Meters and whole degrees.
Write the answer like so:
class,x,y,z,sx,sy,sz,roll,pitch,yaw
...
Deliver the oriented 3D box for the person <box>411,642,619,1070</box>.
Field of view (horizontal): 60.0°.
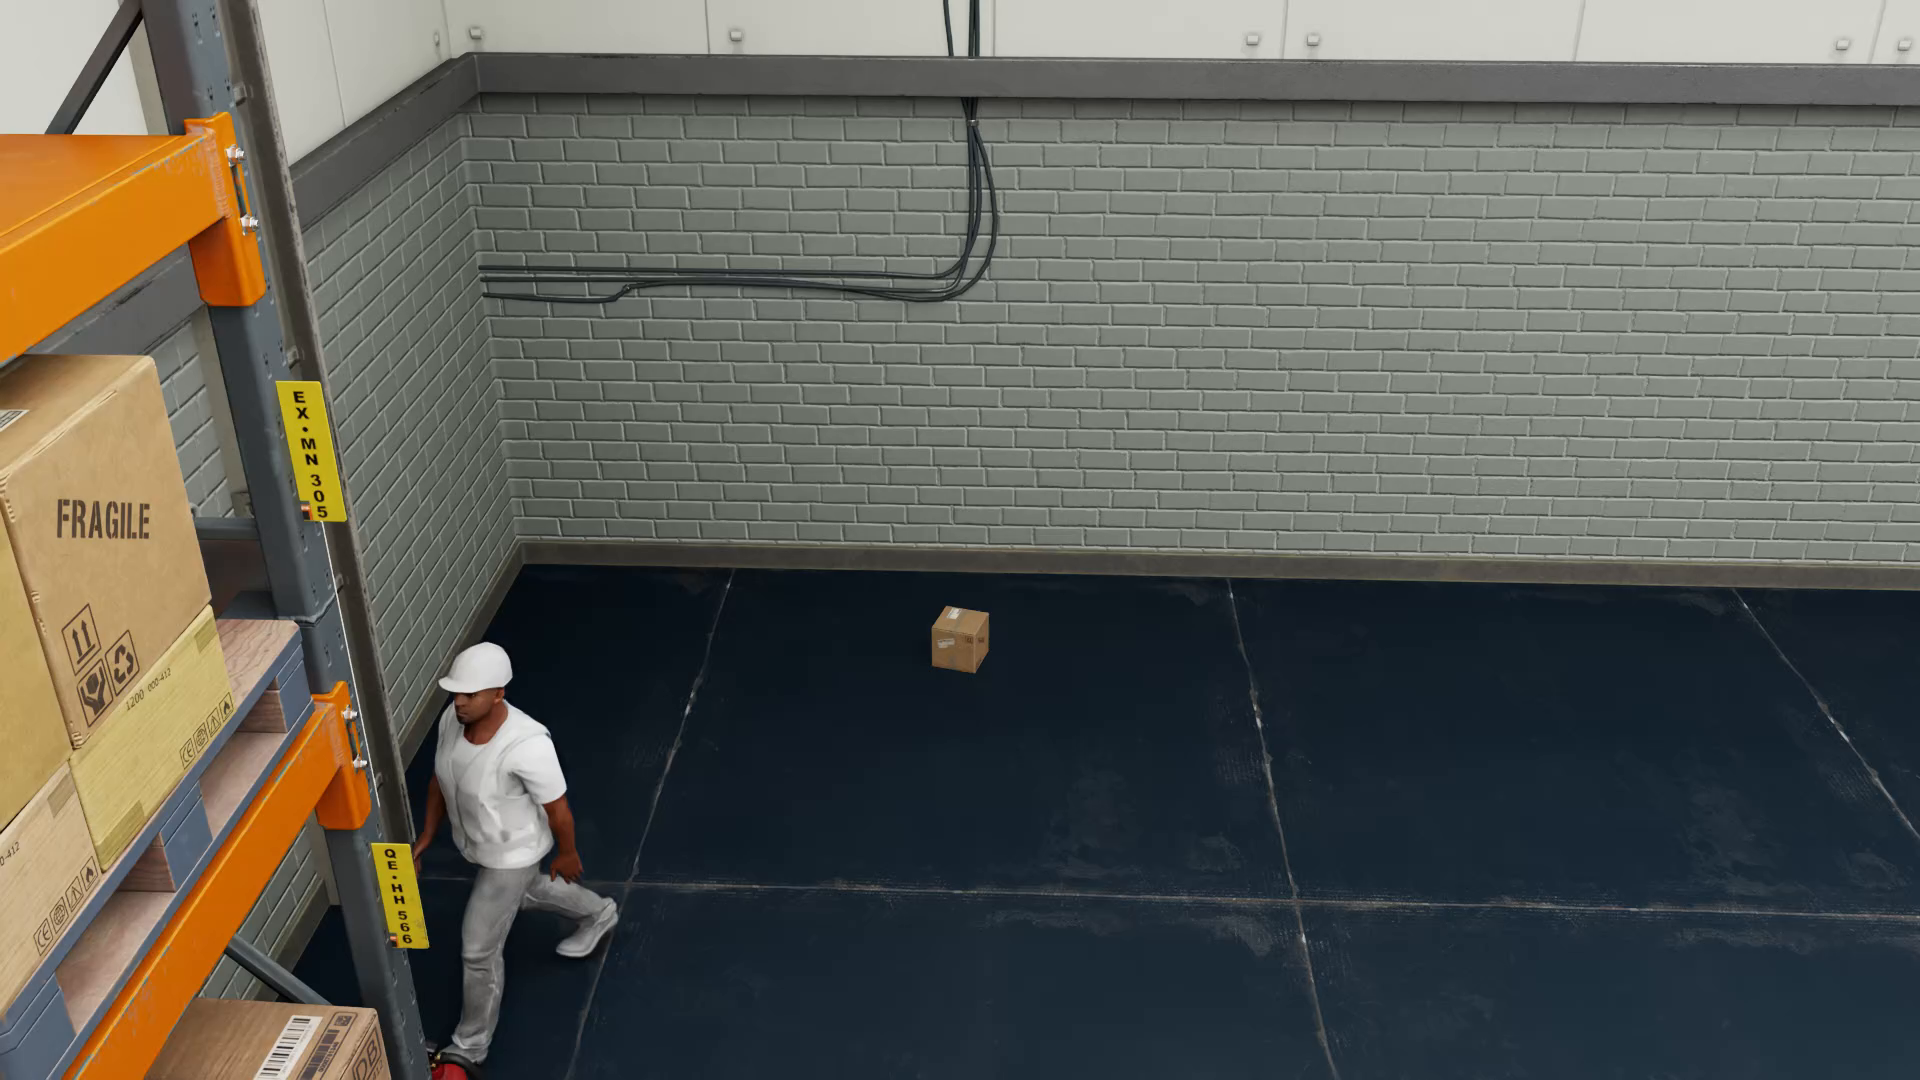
class,x,y,z,sx,sy,sz,roll,pitch,yaw
person,-1.784,1.161,6.406,0.559,1.724,1.068,24,36,37
